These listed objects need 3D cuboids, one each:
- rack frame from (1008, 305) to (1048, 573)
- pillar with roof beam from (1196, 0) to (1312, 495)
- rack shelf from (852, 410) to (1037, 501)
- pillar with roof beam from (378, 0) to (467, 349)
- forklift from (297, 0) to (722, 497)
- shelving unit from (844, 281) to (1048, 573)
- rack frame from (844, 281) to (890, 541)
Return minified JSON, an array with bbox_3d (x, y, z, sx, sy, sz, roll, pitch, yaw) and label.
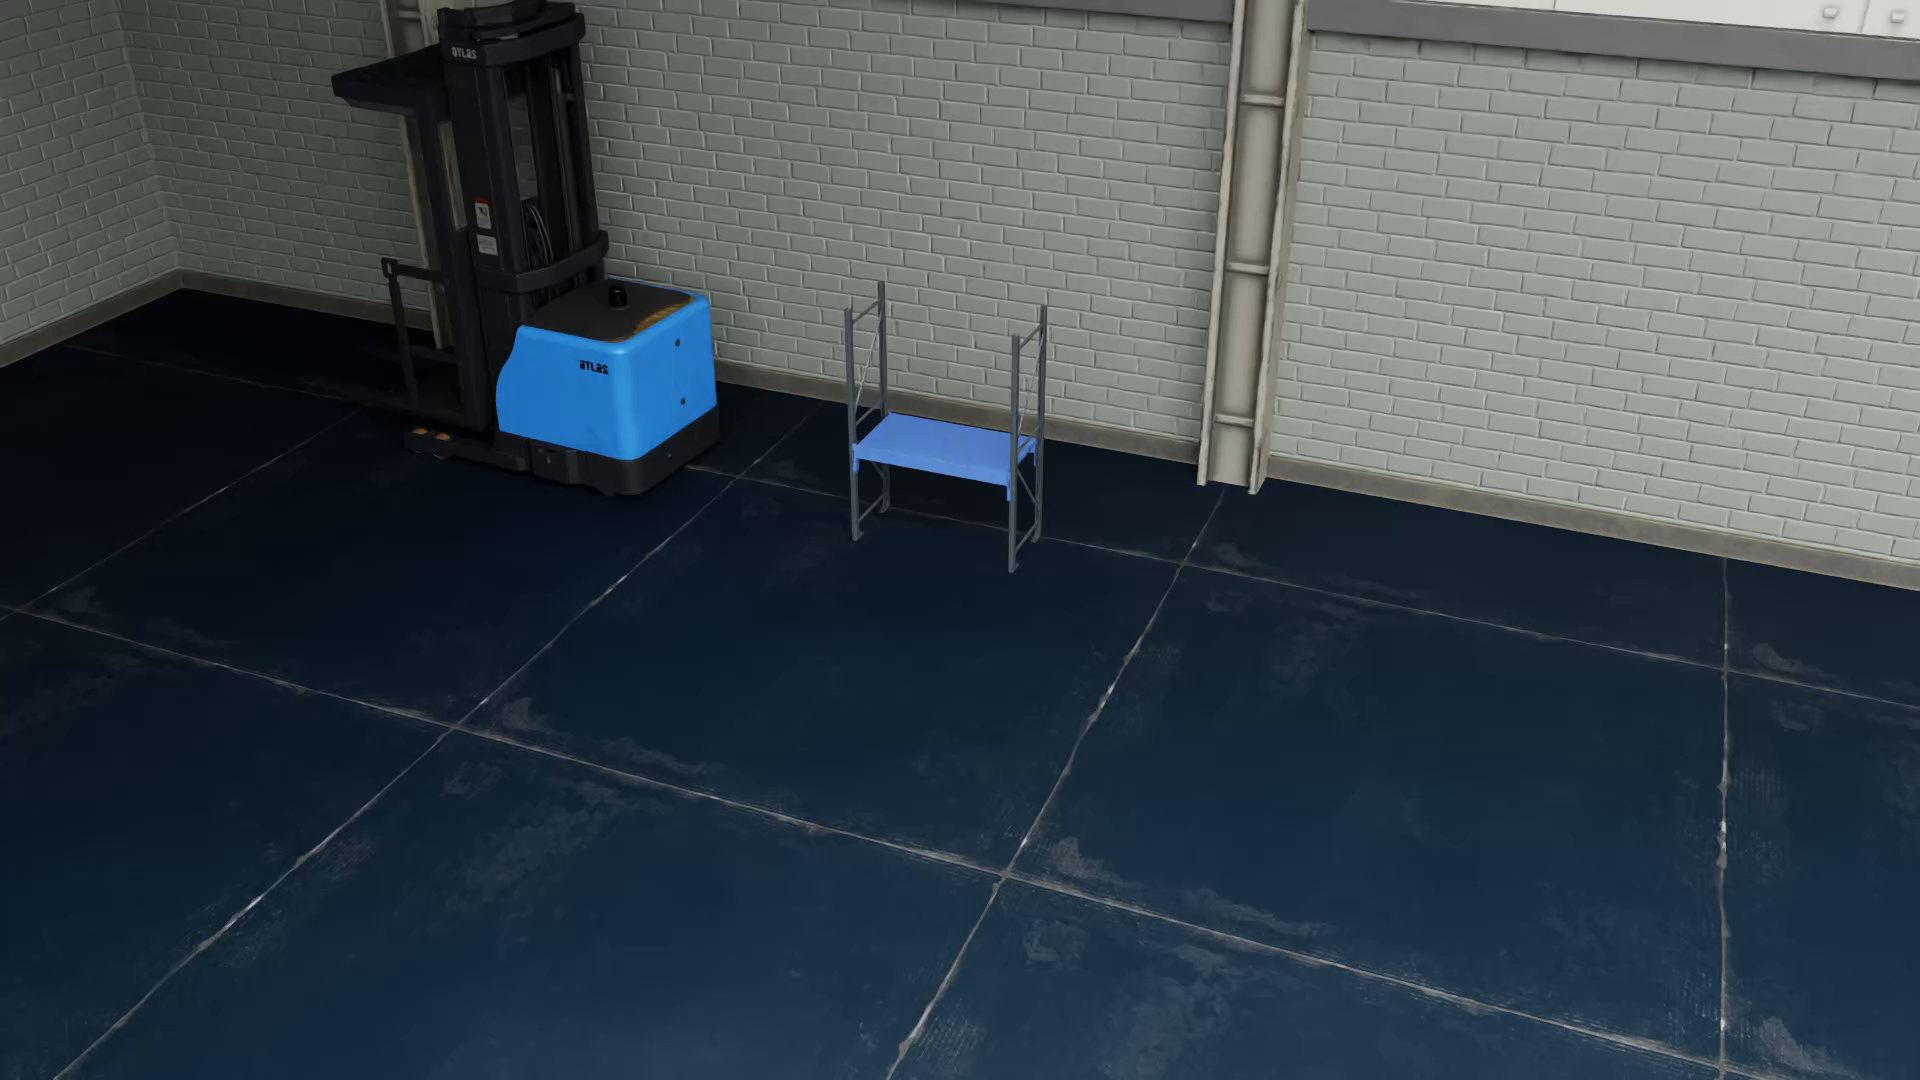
[{"bbox_3d":[0.392,-0.575,9.654,0.032,1.500,0.500,11,31,19],"label":"rack frame"},{"bbox_3d":[0.157,-2.351,5.175,0.400,9.000,9.100,11,31,19],"label":"pillar with roof beam"},{"bbox_3d":[-0.079,-0.512,9.909,1.000,0.185,0.538,11,31,19],"label":"rack shelf"},{"bbox_3d":[-5.403,-3.461,7.139,0.400,9.000,9.100,11,31,19],"label":"pillar with roof beam"},{"bbox_3d":[-3.168,-2.037,10.786,3.031,2.935,1.130,14,32,22],"label":"forklift"},{"bbox_3d":[-0.079,-0.669,9.820,1.048,1.500,0.538,11,31,19],"label":"shelving unit"},{"bbox_3d":[-0.550,-0.763,9.987,0.032,1.500,0.500,11,31,19],"label":"rack frame"}]
